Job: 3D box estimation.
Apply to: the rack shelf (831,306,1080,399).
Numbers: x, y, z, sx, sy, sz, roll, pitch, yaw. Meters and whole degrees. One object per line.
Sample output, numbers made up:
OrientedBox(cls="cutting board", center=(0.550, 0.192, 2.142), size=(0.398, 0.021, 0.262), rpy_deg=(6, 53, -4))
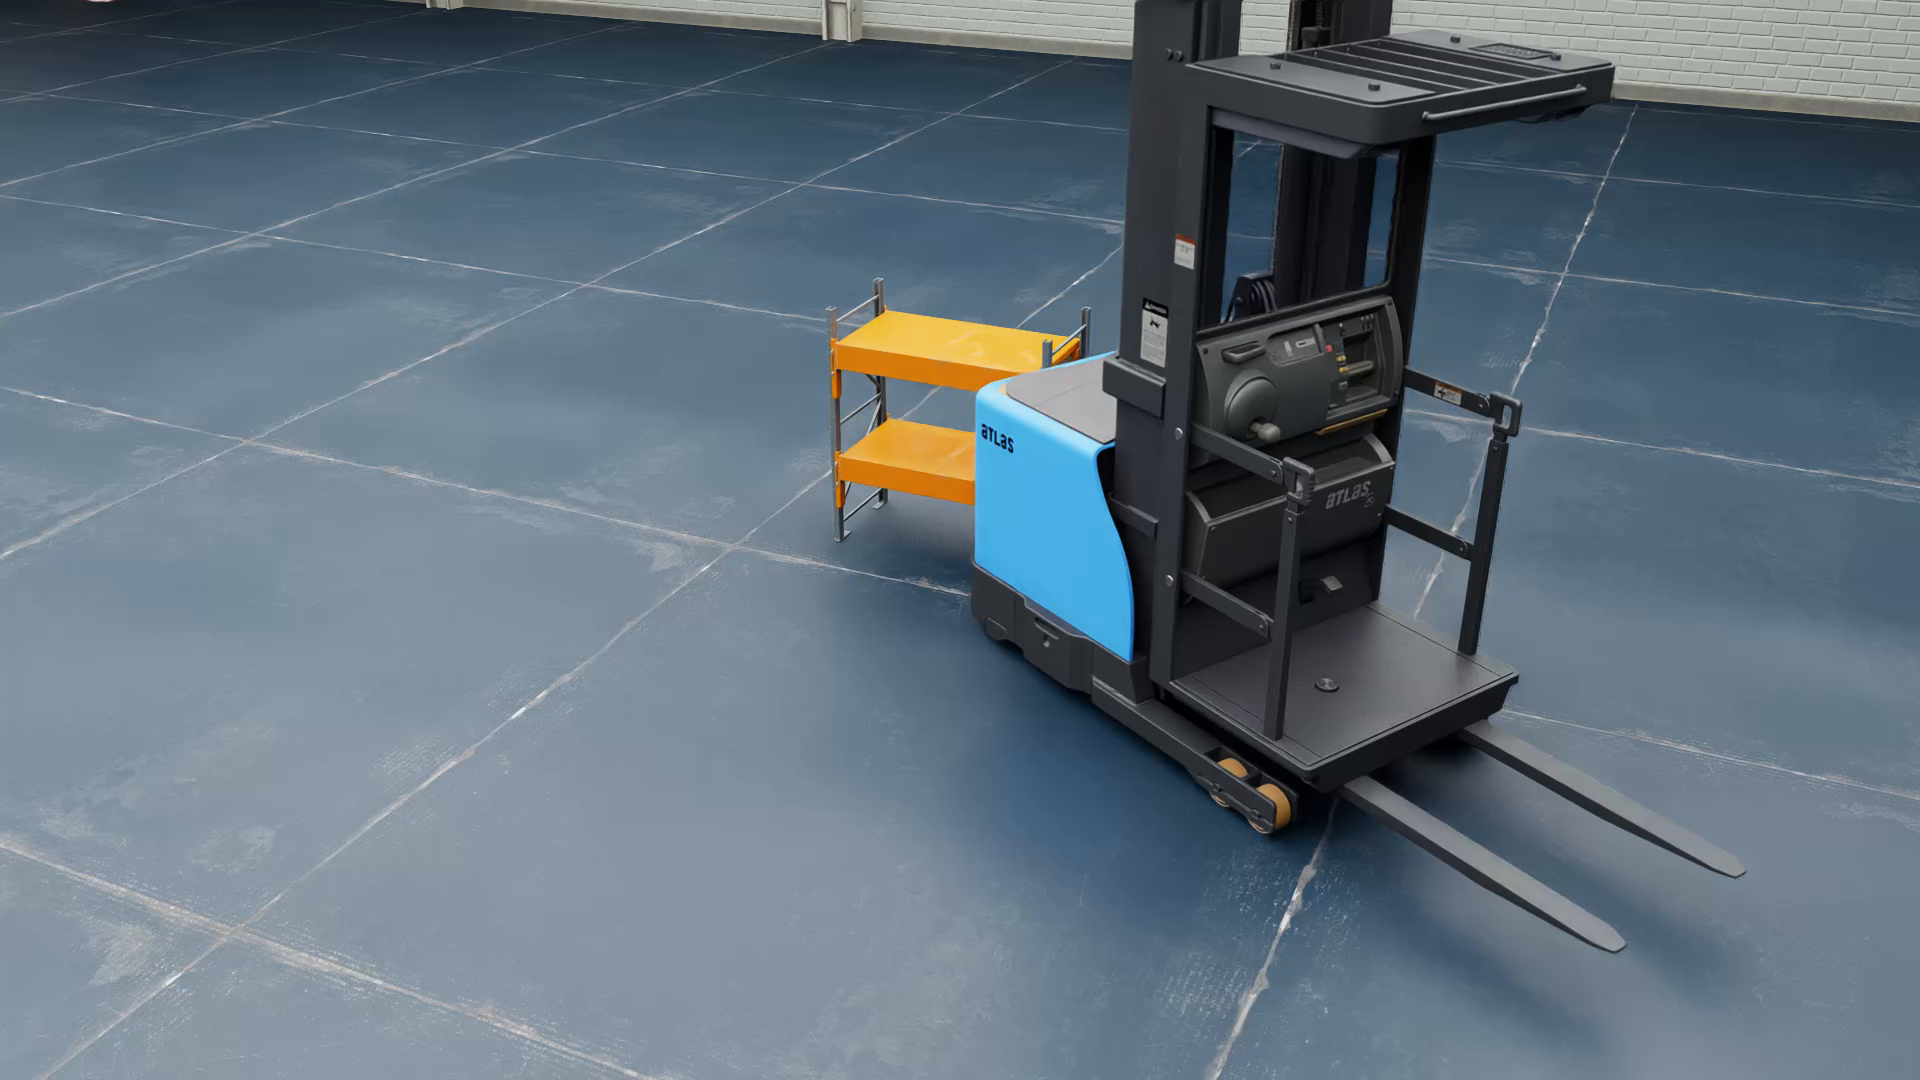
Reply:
OrientedBox(cls="rack shelf", center=(-0.006, -0.768, 7.375), size=(1.000, 0.278, 0.538), rpy_deg=(11, 28, 22))

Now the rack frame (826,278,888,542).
OrientedBox(cls="rack frame", center=(-0.469, -0.599, 7.693), size=(0.032, 1.125, 0.500), rpy_deg=(11, 28, 22))

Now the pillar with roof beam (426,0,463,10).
OrientedBox(cls="pillar with roof beam", center=(-8.650, -9.426, 16.708), size=(0.400, 9.000, 9.100), rpy_deg=(11, 28, 22))

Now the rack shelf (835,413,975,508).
OrientedBox(cls="rack shelf", center=(-0.006, -0.287, 7.612), size=(1.000, 0.278, 0.538), rpy_deg=(11, 28, 22))

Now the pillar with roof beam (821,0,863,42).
OrientedBox(cls="pillar with roof beam", center=(-3.189, -8.329, 14.480), size=(0.400, 9.000, 9.100), rpy_deg=(11, 28, 22))

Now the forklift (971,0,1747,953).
OrientedBox(cls="forklift", center=(1.302, -0.551, 5.552), size=(1.130, 2.935, 3.031), rpy_deg=(-17, 31, -31))

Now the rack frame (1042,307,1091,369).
OrientedBox(cls="rack frame", center=(0.457, -0.413, 7.315), size=(0.032, 1.125, 0.500), rpy_deg=(11, 28, 22))

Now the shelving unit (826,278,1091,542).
OrientedBox(cls="shelving unit", center=(-0.006, -0.506, 7.504), size=(1.048, 1.125, 0.538), rpy_deg=(11, 28, 22))
